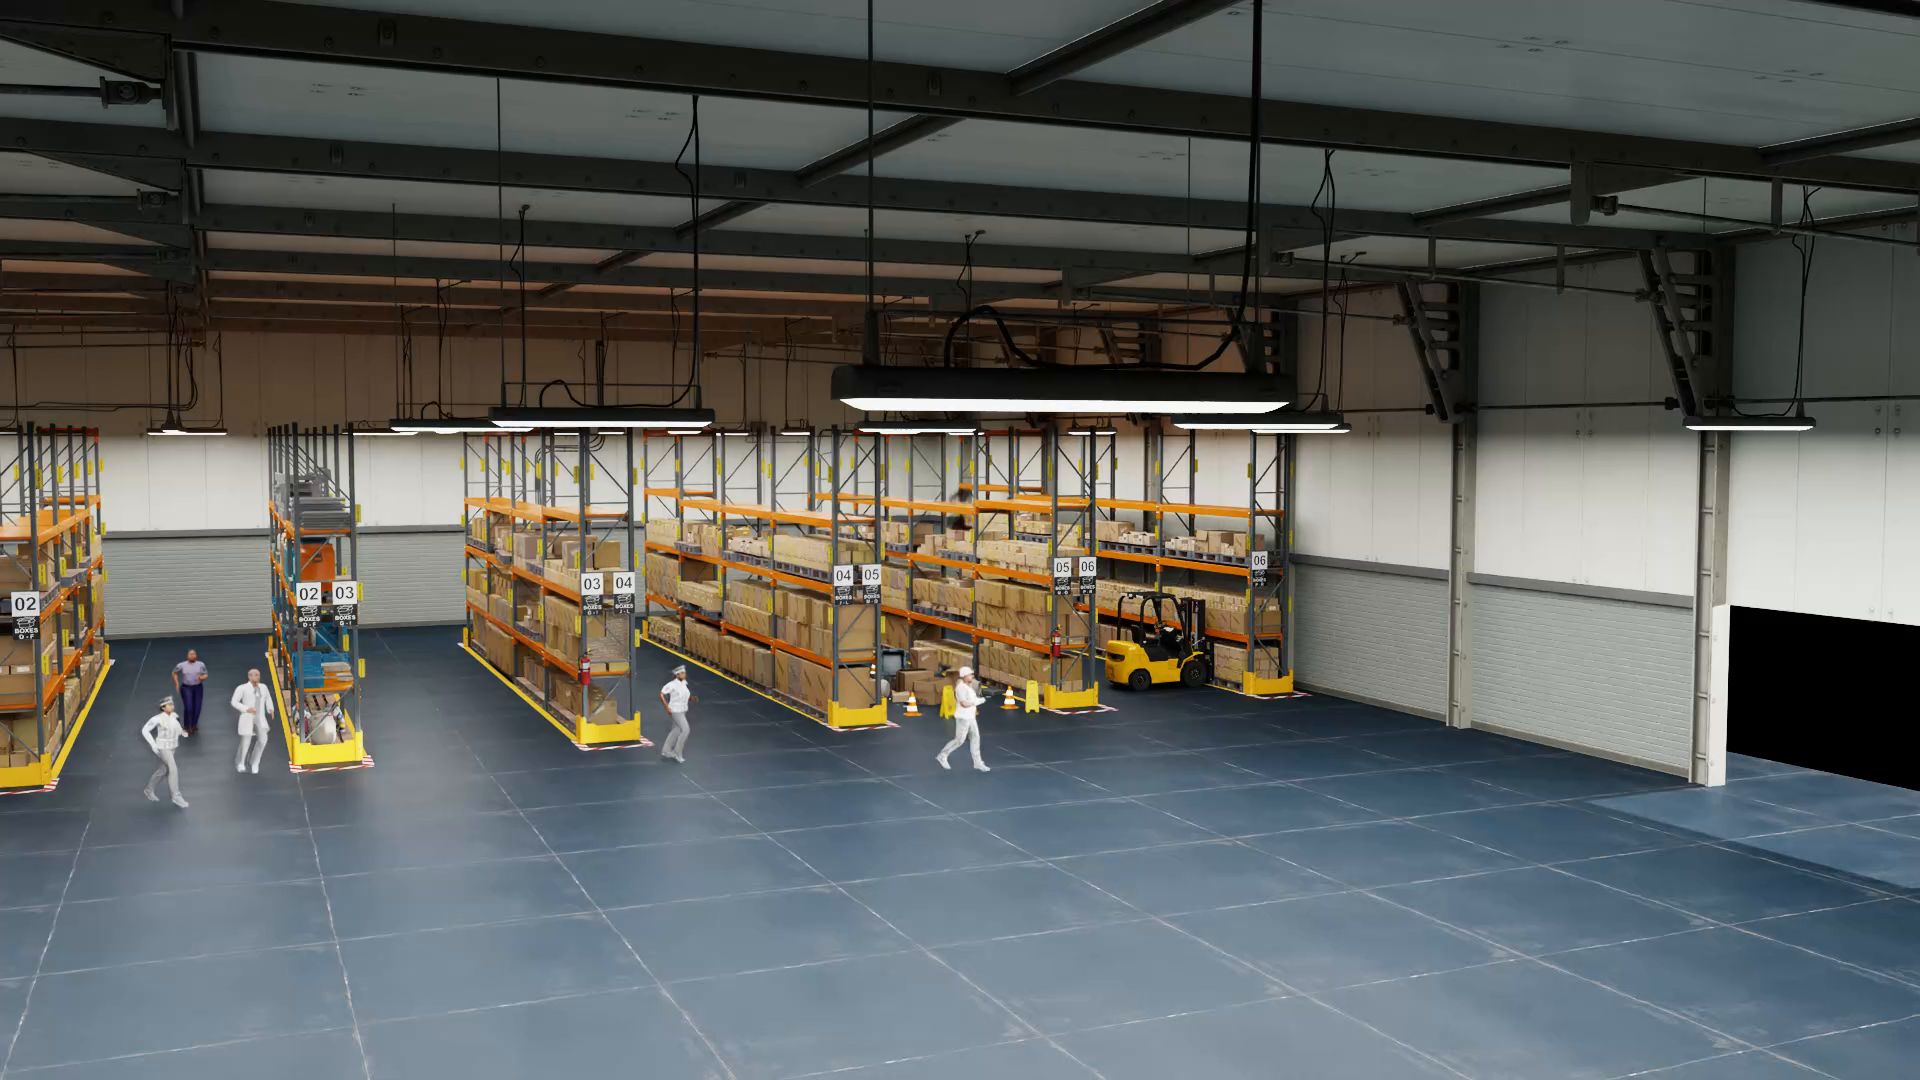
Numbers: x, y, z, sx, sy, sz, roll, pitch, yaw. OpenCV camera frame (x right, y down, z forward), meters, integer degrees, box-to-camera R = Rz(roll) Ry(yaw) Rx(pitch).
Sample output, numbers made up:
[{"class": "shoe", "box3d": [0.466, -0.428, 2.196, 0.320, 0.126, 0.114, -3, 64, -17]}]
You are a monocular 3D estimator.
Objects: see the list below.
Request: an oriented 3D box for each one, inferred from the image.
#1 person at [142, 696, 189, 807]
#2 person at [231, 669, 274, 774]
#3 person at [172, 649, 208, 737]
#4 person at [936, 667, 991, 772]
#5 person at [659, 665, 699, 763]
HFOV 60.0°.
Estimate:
[{"class": "person", "box3d": [-12.347, 3.266, 25.890, 0.849, 1.711, 0.603, 1, 4, 11]}, {"class": "person", "box3d": [-12.119, 3.124, 28.560, 0.707, 1.775, 0.783, 3, 5, 42]}, {"class": "person", "box3d": [-14.837, 2.948, 32.122, 0.575, 1.689, 0.711, -3, 5, -40]}, {"class": "person", "box3d": [0.062, 3.061, 28.460, 0.944, 1.792, 0.695, 1, 4, 14]}, {"class": "person", "box3d": [-4.992, 3.080, 29.553, 0.715, 1.737, 0.571, 1, 4, 18]}]
